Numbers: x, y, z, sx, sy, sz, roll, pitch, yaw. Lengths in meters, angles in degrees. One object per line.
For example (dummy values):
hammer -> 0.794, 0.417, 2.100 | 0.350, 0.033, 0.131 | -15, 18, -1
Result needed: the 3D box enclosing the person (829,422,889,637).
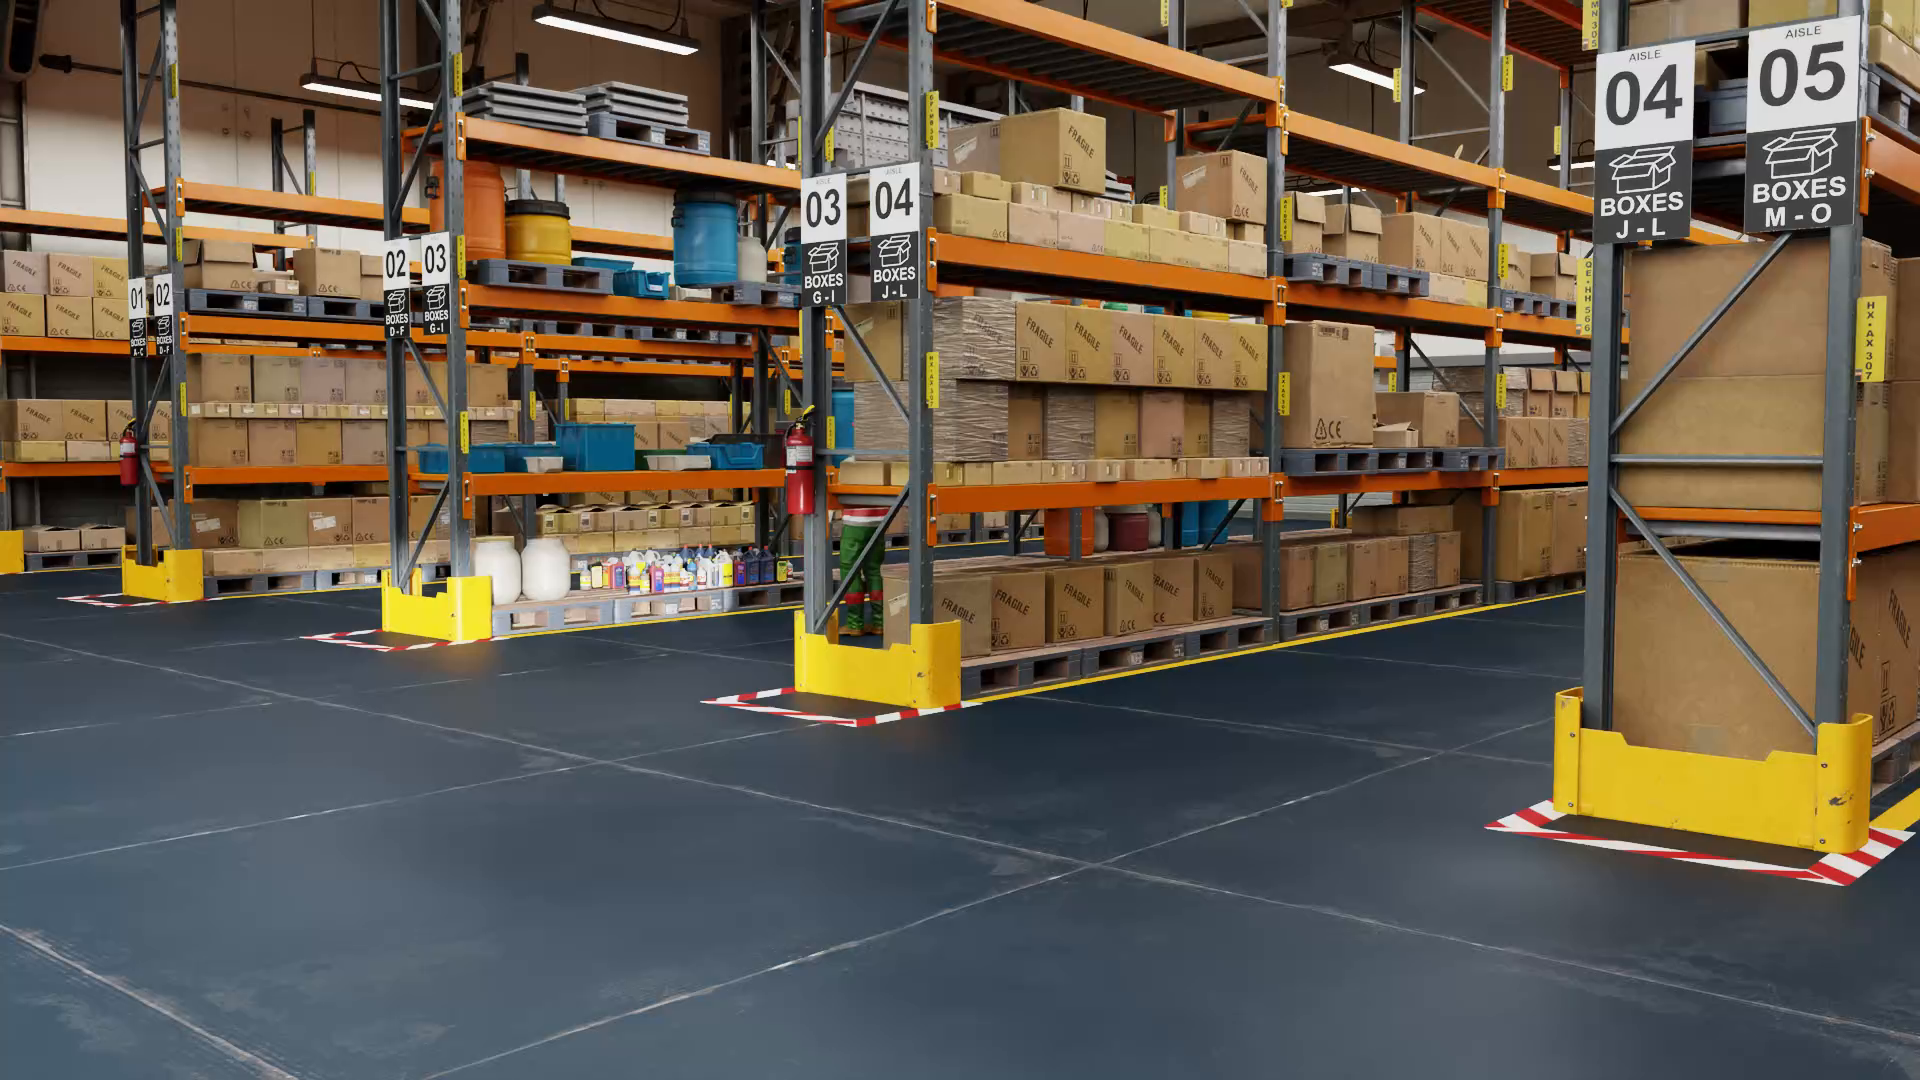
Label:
person -> -0.850, -0.120, 13.487 | 0.573, 1.782, 0.494 | 3, 5, 41
